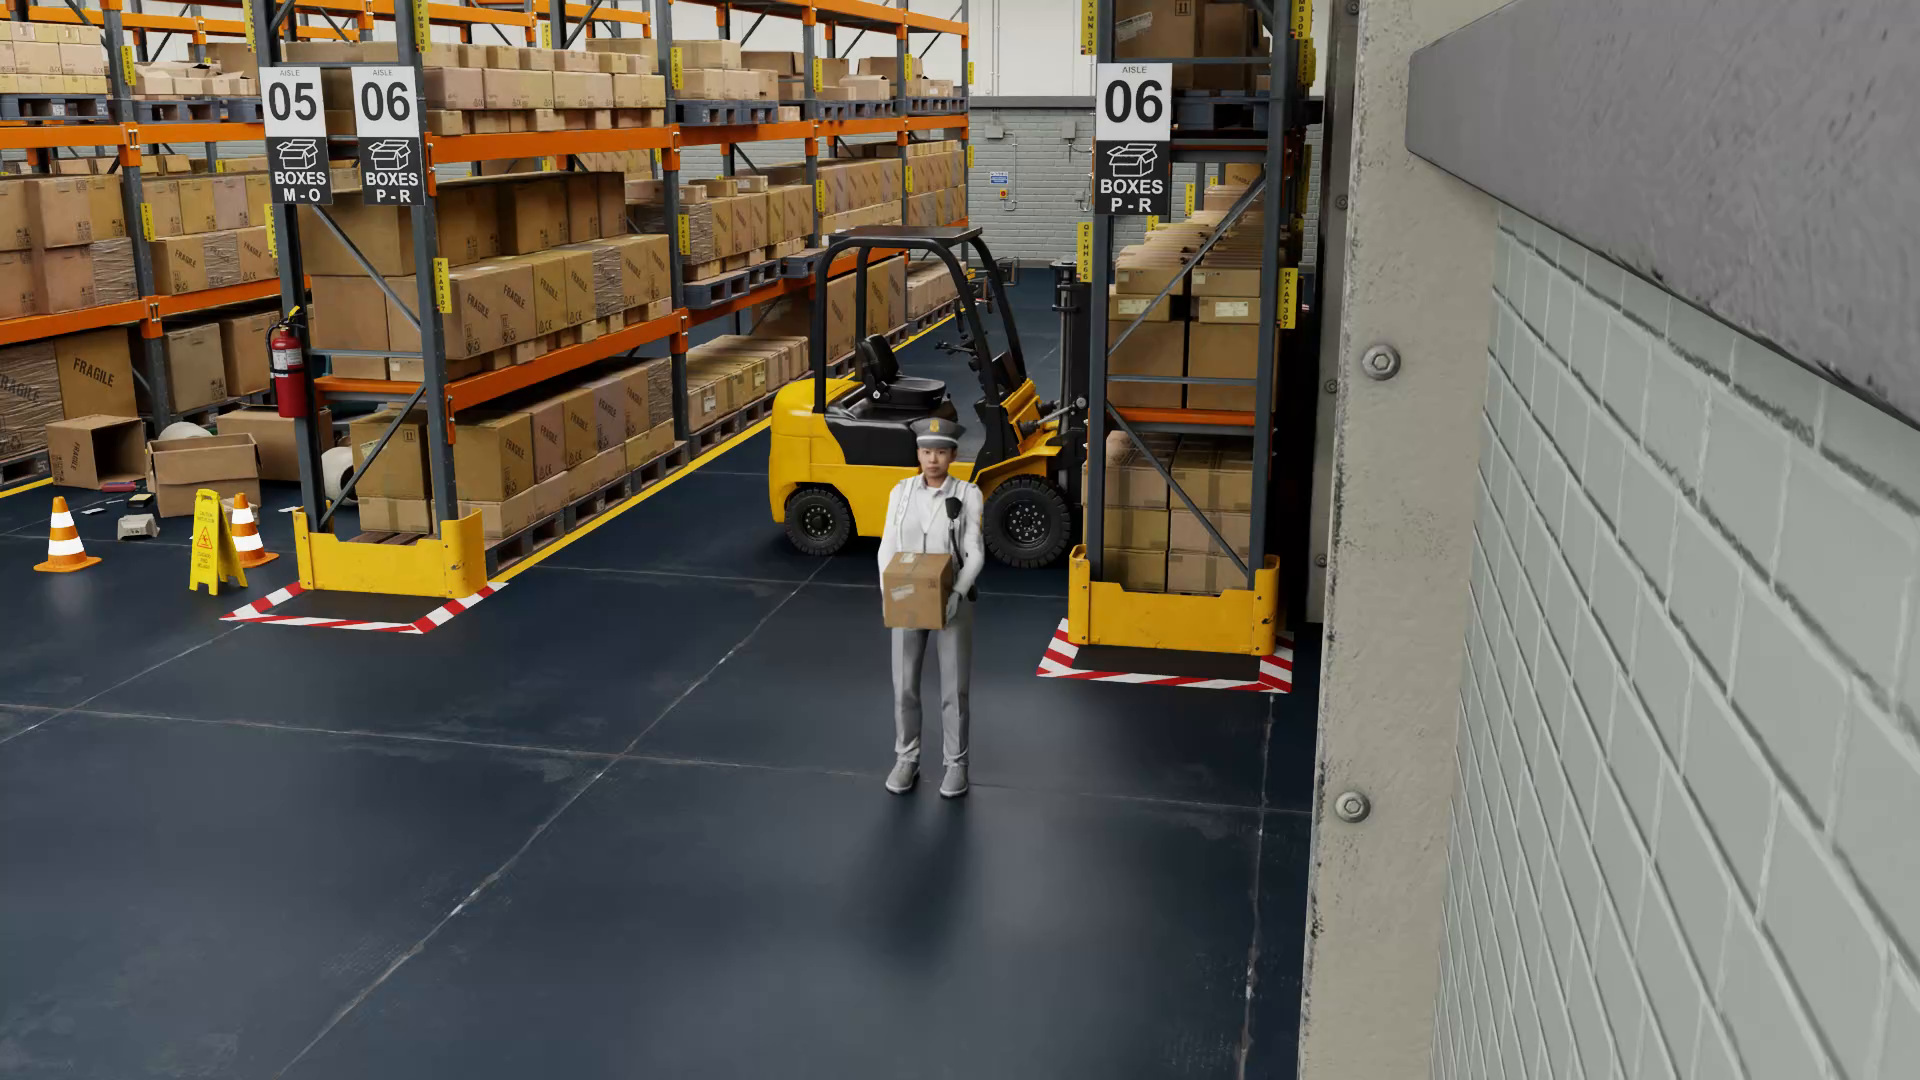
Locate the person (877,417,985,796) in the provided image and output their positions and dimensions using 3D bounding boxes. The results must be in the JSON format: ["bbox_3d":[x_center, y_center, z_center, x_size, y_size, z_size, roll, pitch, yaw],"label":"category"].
[{"bbox_3d":[-0.134,0.303,7.303,0.479,1.692,0.529,3,15,11],"label":"person"}]
